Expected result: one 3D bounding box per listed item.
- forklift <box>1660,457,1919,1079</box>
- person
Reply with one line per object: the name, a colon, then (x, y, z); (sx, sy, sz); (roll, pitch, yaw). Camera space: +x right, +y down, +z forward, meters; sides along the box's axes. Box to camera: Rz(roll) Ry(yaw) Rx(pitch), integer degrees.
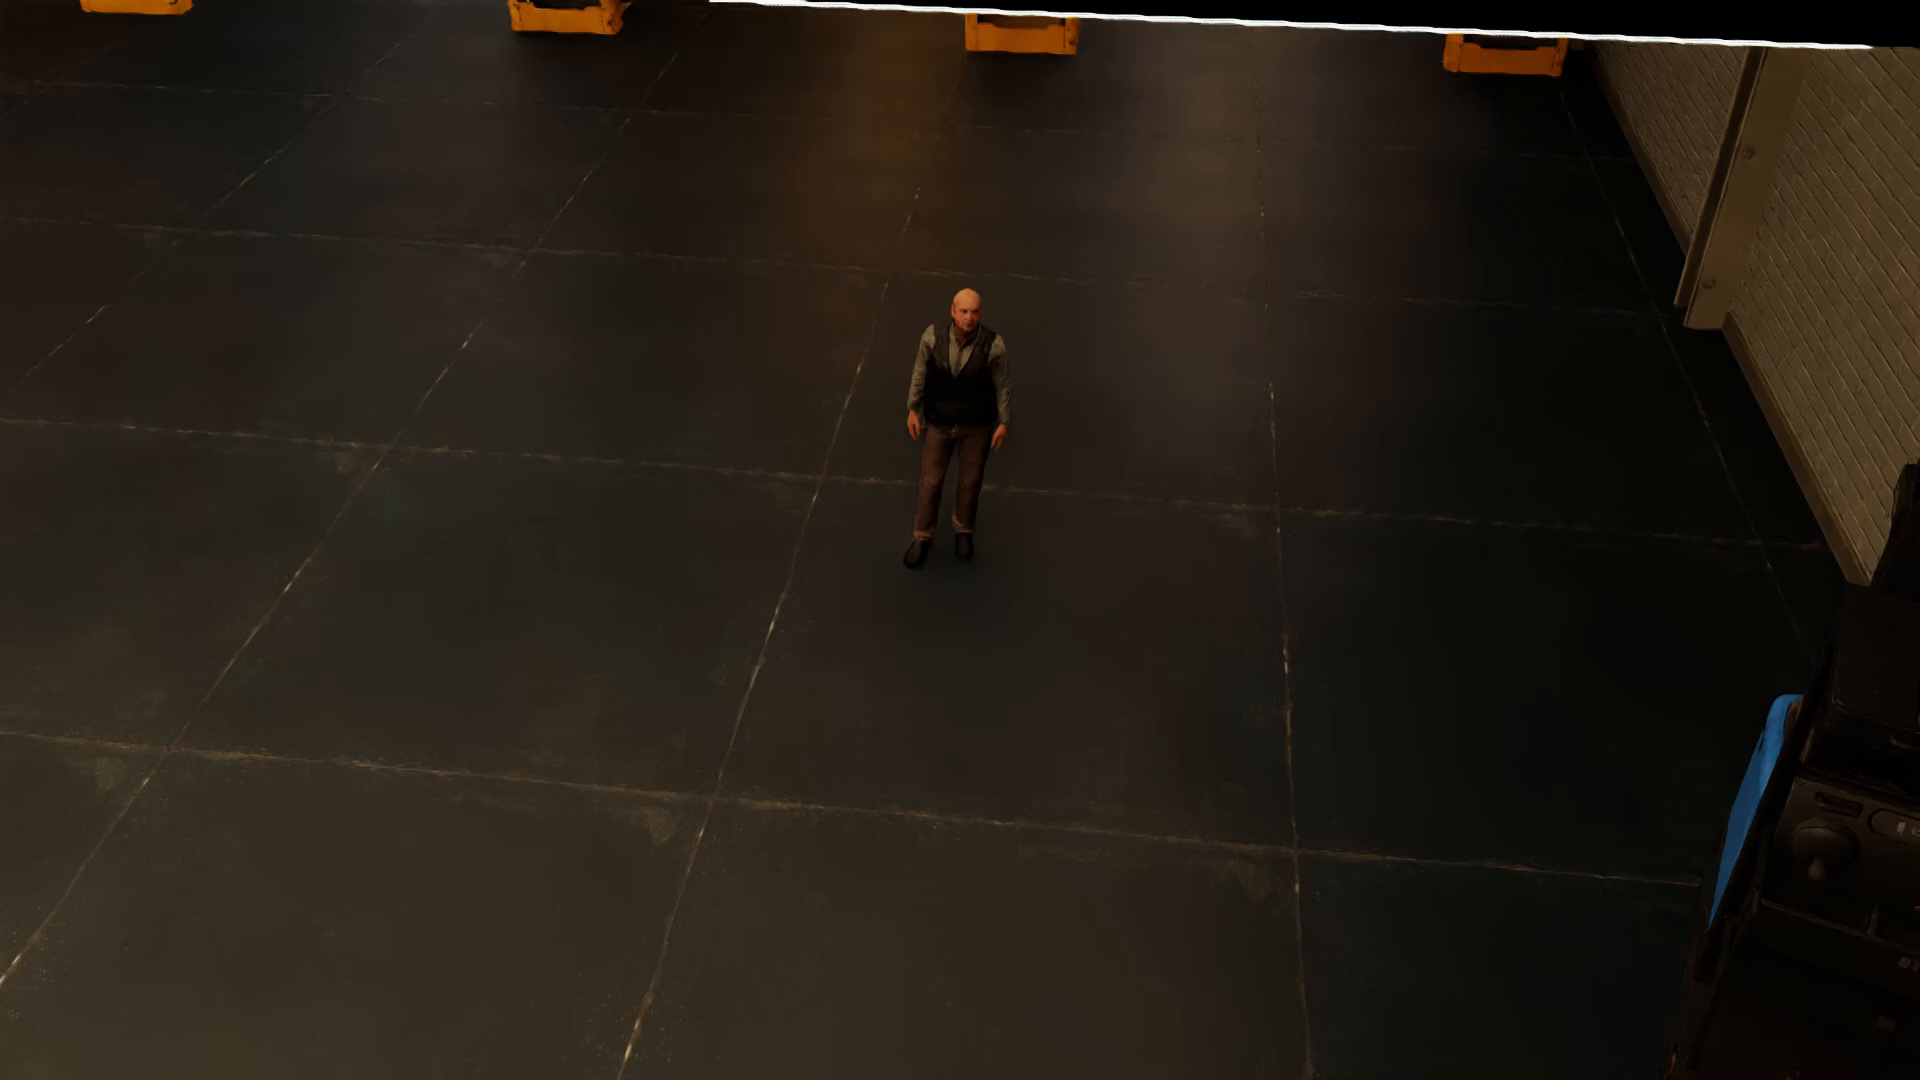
forklift: (3.598, 1.287, 6.285); (1.130, 2.935, 3.031); (17, 40, 21)
person: (-0.017, -0.658, 9.929); (0.632, 1.720, 0.551); (4, 37, 6)
